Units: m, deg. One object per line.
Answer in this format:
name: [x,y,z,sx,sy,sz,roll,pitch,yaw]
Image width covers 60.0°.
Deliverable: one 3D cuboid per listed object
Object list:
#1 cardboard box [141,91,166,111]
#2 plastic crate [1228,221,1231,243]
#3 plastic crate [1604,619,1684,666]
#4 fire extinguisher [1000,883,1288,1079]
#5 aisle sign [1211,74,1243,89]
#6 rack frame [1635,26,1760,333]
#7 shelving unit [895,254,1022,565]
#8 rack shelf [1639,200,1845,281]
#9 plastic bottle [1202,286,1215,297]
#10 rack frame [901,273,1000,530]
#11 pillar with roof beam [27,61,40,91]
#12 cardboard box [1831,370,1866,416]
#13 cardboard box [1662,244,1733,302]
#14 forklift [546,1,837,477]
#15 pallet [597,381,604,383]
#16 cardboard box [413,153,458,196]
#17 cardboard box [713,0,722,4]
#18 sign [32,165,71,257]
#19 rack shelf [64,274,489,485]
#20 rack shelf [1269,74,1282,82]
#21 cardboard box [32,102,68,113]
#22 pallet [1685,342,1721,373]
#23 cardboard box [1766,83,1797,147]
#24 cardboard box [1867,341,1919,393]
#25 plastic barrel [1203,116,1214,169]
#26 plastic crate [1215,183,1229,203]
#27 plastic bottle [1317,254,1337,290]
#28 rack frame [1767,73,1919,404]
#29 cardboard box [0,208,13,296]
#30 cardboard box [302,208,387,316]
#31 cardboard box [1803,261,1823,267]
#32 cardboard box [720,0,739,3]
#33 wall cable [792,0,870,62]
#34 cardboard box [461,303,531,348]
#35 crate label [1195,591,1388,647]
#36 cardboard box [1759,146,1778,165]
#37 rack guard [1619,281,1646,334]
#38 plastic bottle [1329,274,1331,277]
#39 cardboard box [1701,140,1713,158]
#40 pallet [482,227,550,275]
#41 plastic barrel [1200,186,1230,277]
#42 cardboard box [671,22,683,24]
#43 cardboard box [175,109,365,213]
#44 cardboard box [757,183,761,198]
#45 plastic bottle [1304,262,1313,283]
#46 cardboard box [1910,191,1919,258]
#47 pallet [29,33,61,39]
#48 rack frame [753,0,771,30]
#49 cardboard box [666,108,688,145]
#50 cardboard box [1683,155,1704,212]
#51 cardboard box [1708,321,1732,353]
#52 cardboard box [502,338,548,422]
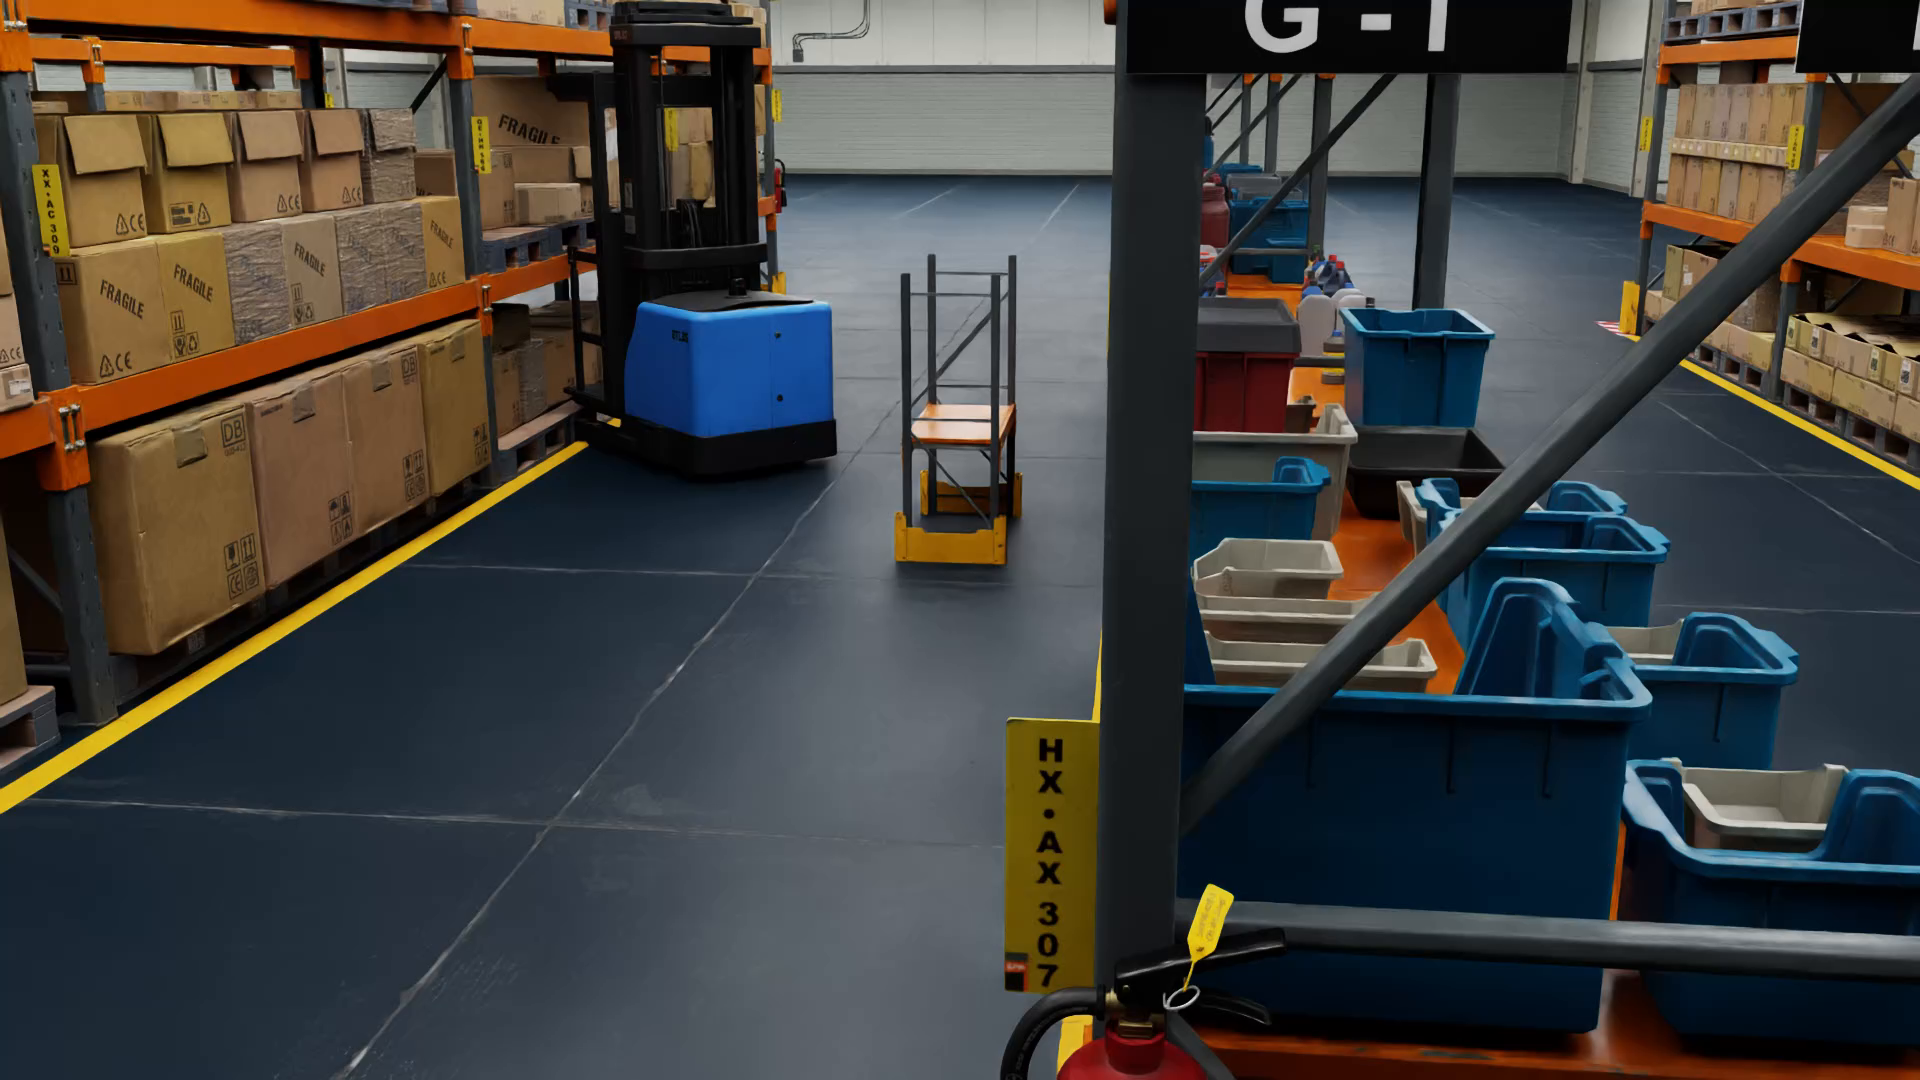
cardboard box: [-7.814,-3.825,15.207,0.875,0.550,0.550,2,15,6]
plastic crate: [2.086,-2.111,11.627,0.450,0.188,0.662,2,15,6]
plastic crate: [1.198,0.227,2.967,0.250,0.136,0.298,2,15,6]
fire extinguisher: [0.179,0.683,1.754,0.296,0.674,0.183,2,15,6]
aisle sign: [2.757,-4.975,16.834,0.394,0.787,0.004,2,15,6]
rack frame: [7.375,-3.563,16.594,1.000,3.000,0.127,2,15,6]
shelving unit: [0.009,-0.744,9.039,0.587,1.500,1.083,2,15,6]
rack shelf: [7.149,-2.697,14.769,1.077,0.370,4.000,2,15,6]
plastic bottle: [1.088,-0.969,7.247,0.097,0.271,0.097,0,15,0]
rack frame: [-0.048,-0.614,8.561,0.500,1.500,0.032,2,15,6]
pillar with roof beam: [-12.590,-10.021,28.981,9.100,9.000,0.400,2,15,6]
cardboard box: [6.517,-1.037,11.714,0.500,0.250,0.500,1,15,5]
cardboard box: [7.039,-2.539,15.830,0.500,0.500,0.500,2,15,6]
forklift: [-2.103,-2.140,11.461,1.130,2.935,3.031,-11,19,-36]
pallet: [-3.006,-1.271,13.457,1.003,0.211,1.213,2,15,6]
cardboard box: [-3.349,-2.174,10.458,0.500,0.500,0.500,0,15,-1]
cardboard box: [-2.420,-4.936,15.447,0.380,0.149,0.250,1,15,3]
sign: [-3.270,-1.184,5.984,0.100,0.325,0.005,2,15,6]
rack shelf: [-3.596,-0.915,8.179,1.077,0.370,4.000,2,15,6]
rack shelf: [1.776,-3.255,11.084,1.077,0.370,4.000,2,15,6]
cardboard box: [-7.886,-3.393,13.857,0.700,0.500,0.500,1,15,5]
pallet: [7.190,-1.702,15.053,1.003,0.211,1.213,2,15,6]
cardboard box: [7.023,-3.447,13.486,0.700,0.500,0.500,2,15,6]
cardboard box: [6.457,-1.174,11.144,0.500,0.311,0.500,2,15,8]
plastic barrel: [1.657,-2.824,12.897,0.600,0.901,0.708,2,15,6]
plastic crate: [2.187,-2.775,13.797,0.767,0.338,0.504,2,15,6]
plastic bottle: [1.741,-1.158,7.791,0.144,0.351,0.185,2,15,6]
rack frame: [6.923,-2.526,12.757,1.000,3.000,0.127,2,15,6]
cardboard box: [-3.608,-1.050,5.579,0.500,0.500,0.500,2,15,8]
cardboard box: [-3.298,-1.430,8.514,0.500,0.500,0.500,1,15,4]
cardboard box: [7.399,-2.134,14.333,0.500,0.500,0.500,2,15,6]
cardboard box: [-2.391,-5.328,15.654,0.500,0.500,0.500,2,15,6]
wall cable: [-3.759,-16.899,47.904,2.305,6.003,0.169,2,15,6]
cardboard box: [-3.275,-1.462,11.330,0.500,0.250,0.500,3,16,13]
crate label: [0.614,0.173,3.165,0.396,0.136,0.243,2,15,6]
cardboard box: [6.827,-3.164,13.684,0.380,0.149,0.250,2,15,6]
rack guard: [7.377,-2.363,16.943,1.175,0.500,0.348,2,15,6]
plastic bottle: [1.704,-1.084,7.650,0.061,0.283,0.133,2,15,6]
cardboard box: [7.002,-3.562,15.153,0.380,0.149,0.250,1,15,4]
pallet: [-3.396,-1.877,10.723,1.213,0.211,1.003,2,15,6]
plastic barrel: [1.302,-1.830,9.924,0.600,0.536,0.708,2,15,6]
cardboard box: [-2.614,-4.304,13.872,0.500,0.250,0.500,1,15,4]
cardboard box: [-3.545,-1.956,8.535,0.797,0.503,0.637,2,15,8]
cardboard box: [-2.295,-3.655,17.414,0.380,0.149,0.250,2,15,6]
plastic bottle: [1.898,-1.393,8.946,0.097,0.201,0.097,0,15,0]
cardboard box: [6.705,-2.109,11.024,0.500,0.500,0.500,2,15,6]
pallet: [-7.891,-4.107,13.226,0.805,0.209,1.217,1,15,4]
rack frame: [-2.468,-6.752,16.893,1.000,3.000,0.127,2,15,6]
cardboard box: [-2.616,-3.603,14.061,0.500,0.500,0.500,2,15,6]
cardboard box: [7.255,-3.355,15.630,0.700,0.500,0.500,2,15,8]
cardboard box: [6.867,-1.788,14.490,0.500,0.250,0.500,2,15,6]
cardboard box: [-3.265,-1.106,11.450,0.700,0.500,0.500,0,15,2]
